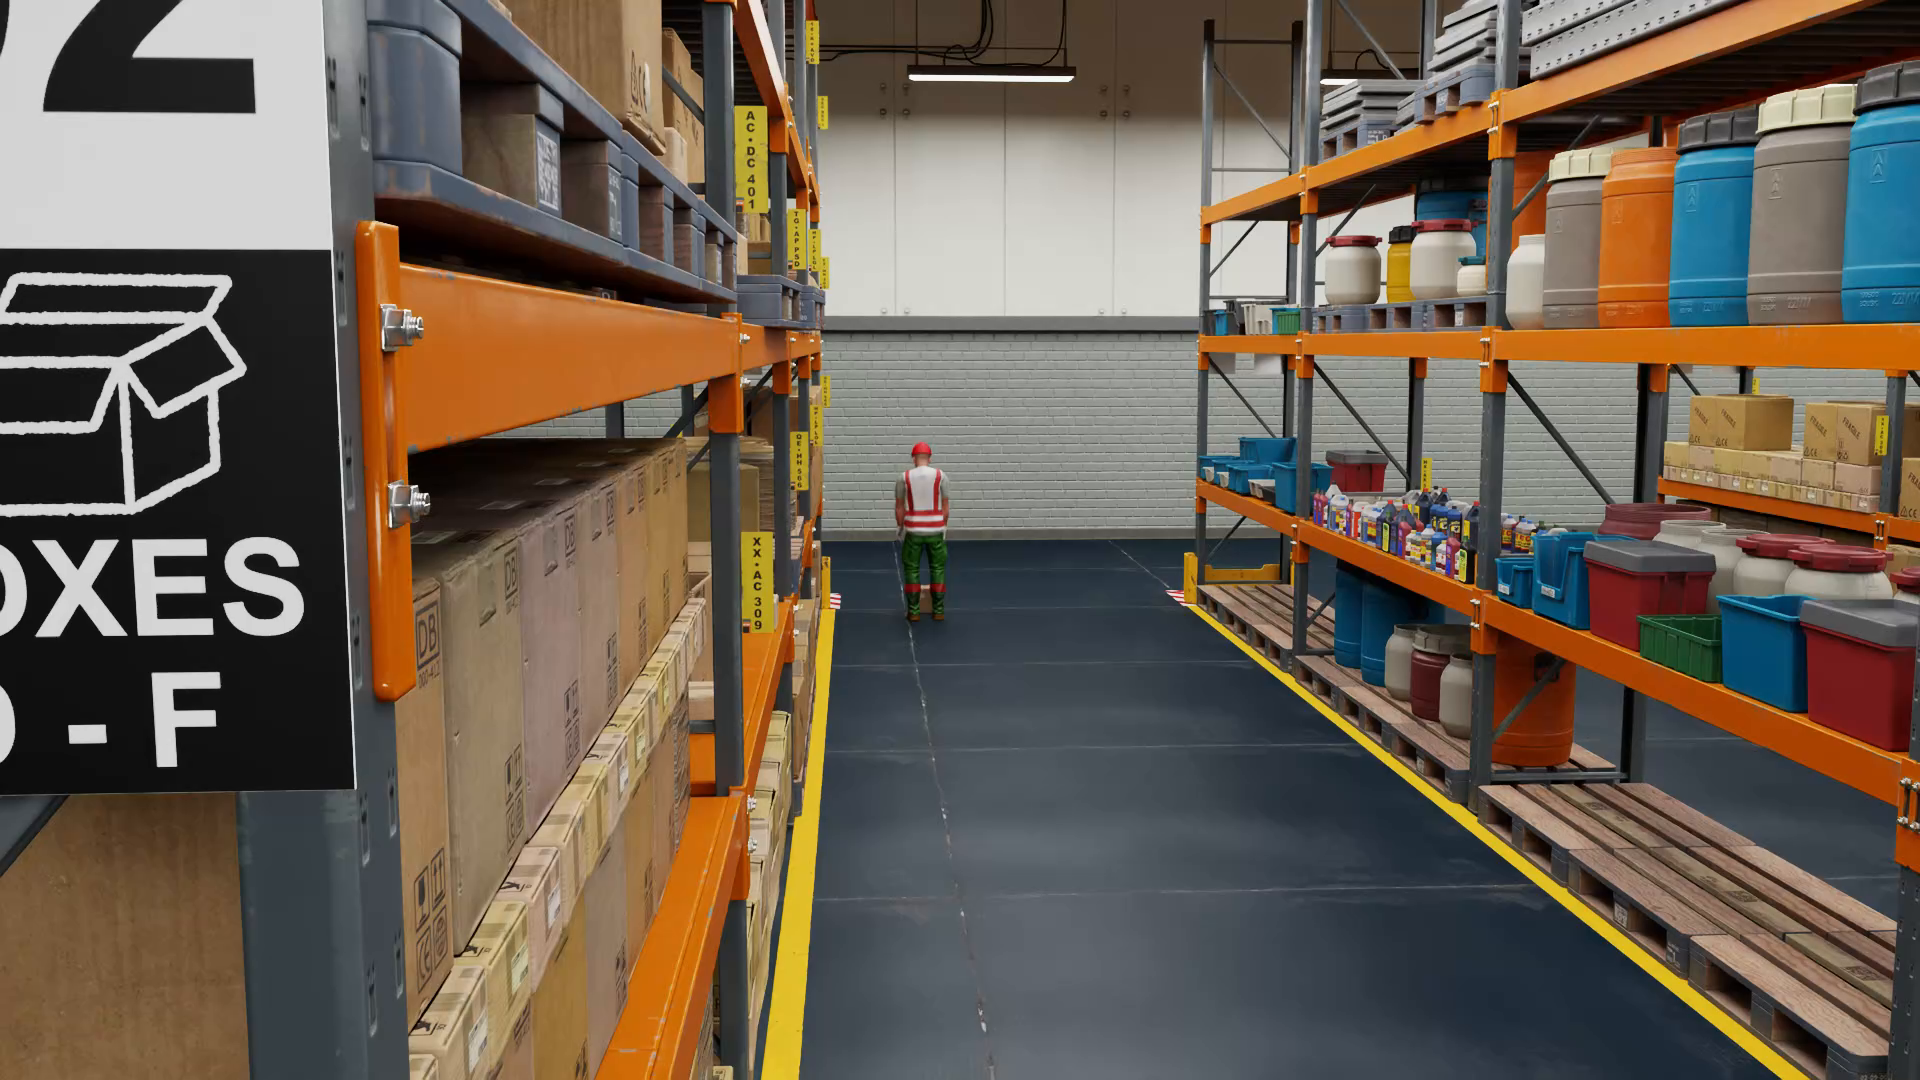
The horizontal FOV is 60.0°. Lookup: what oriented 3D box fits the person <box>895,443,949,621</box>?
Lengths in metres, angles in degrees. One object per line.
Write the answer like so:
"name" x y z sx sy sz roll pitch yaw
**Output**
"person" -0.376 -0.084 16.481 0.536 1.757 0.414 0 7 -2
